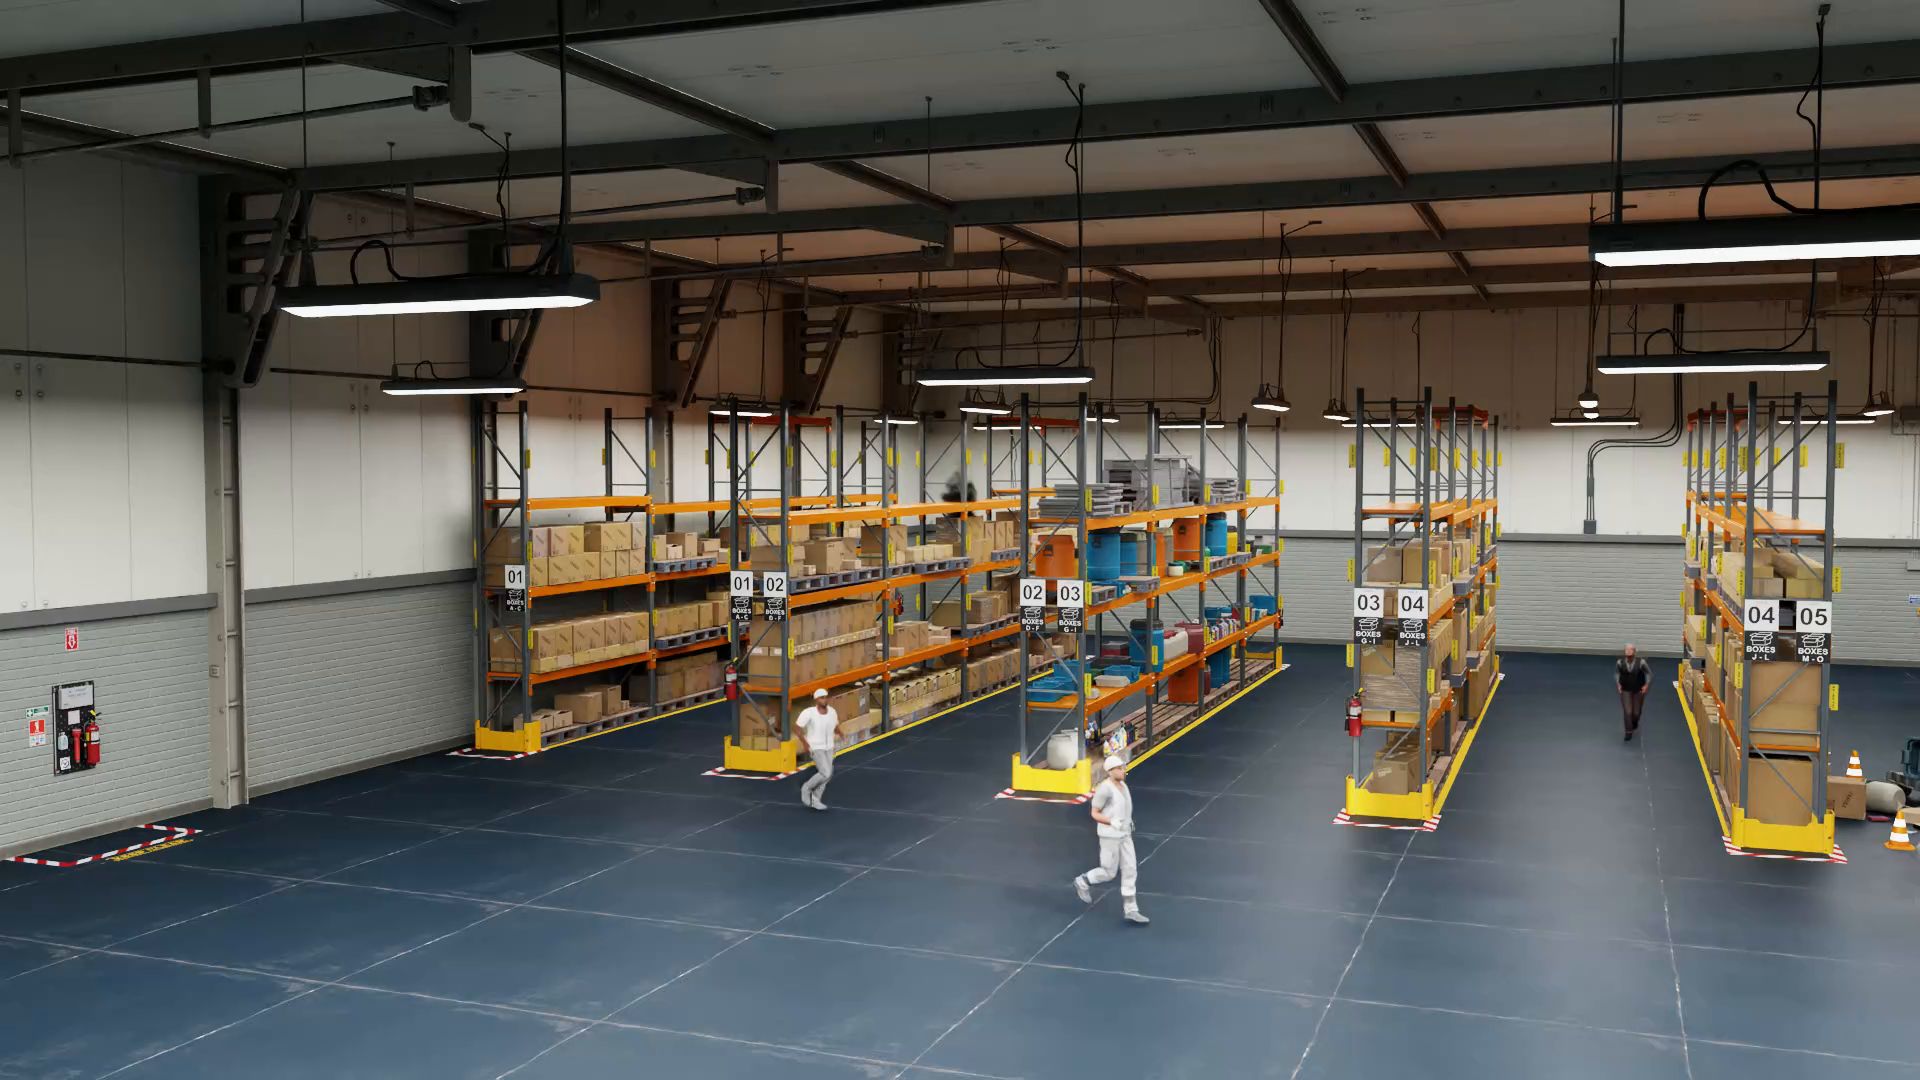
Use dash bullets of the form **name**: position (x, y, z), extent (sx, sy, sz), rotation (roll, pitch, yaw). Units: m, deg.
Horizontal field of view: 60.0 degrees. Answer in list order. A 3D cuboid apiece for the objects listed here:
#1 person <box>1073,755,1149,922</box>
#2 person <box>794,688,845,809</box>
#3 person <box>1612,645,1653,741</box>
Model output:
- **person**: position (1.659, 3.229, 18.114), extent (0.959, 1.774, 0.653), rotation (2, 4, 42)
- **person**: position (-1.950, 2.980, 23.735), extent (0.681, 1.729, 0.594), rotation (-3, 4, -45)
- **person**: position (12.048, 2.716, 29.797), extent (0.668, 1.706, 0.651), rotation (1, 3, 27)
